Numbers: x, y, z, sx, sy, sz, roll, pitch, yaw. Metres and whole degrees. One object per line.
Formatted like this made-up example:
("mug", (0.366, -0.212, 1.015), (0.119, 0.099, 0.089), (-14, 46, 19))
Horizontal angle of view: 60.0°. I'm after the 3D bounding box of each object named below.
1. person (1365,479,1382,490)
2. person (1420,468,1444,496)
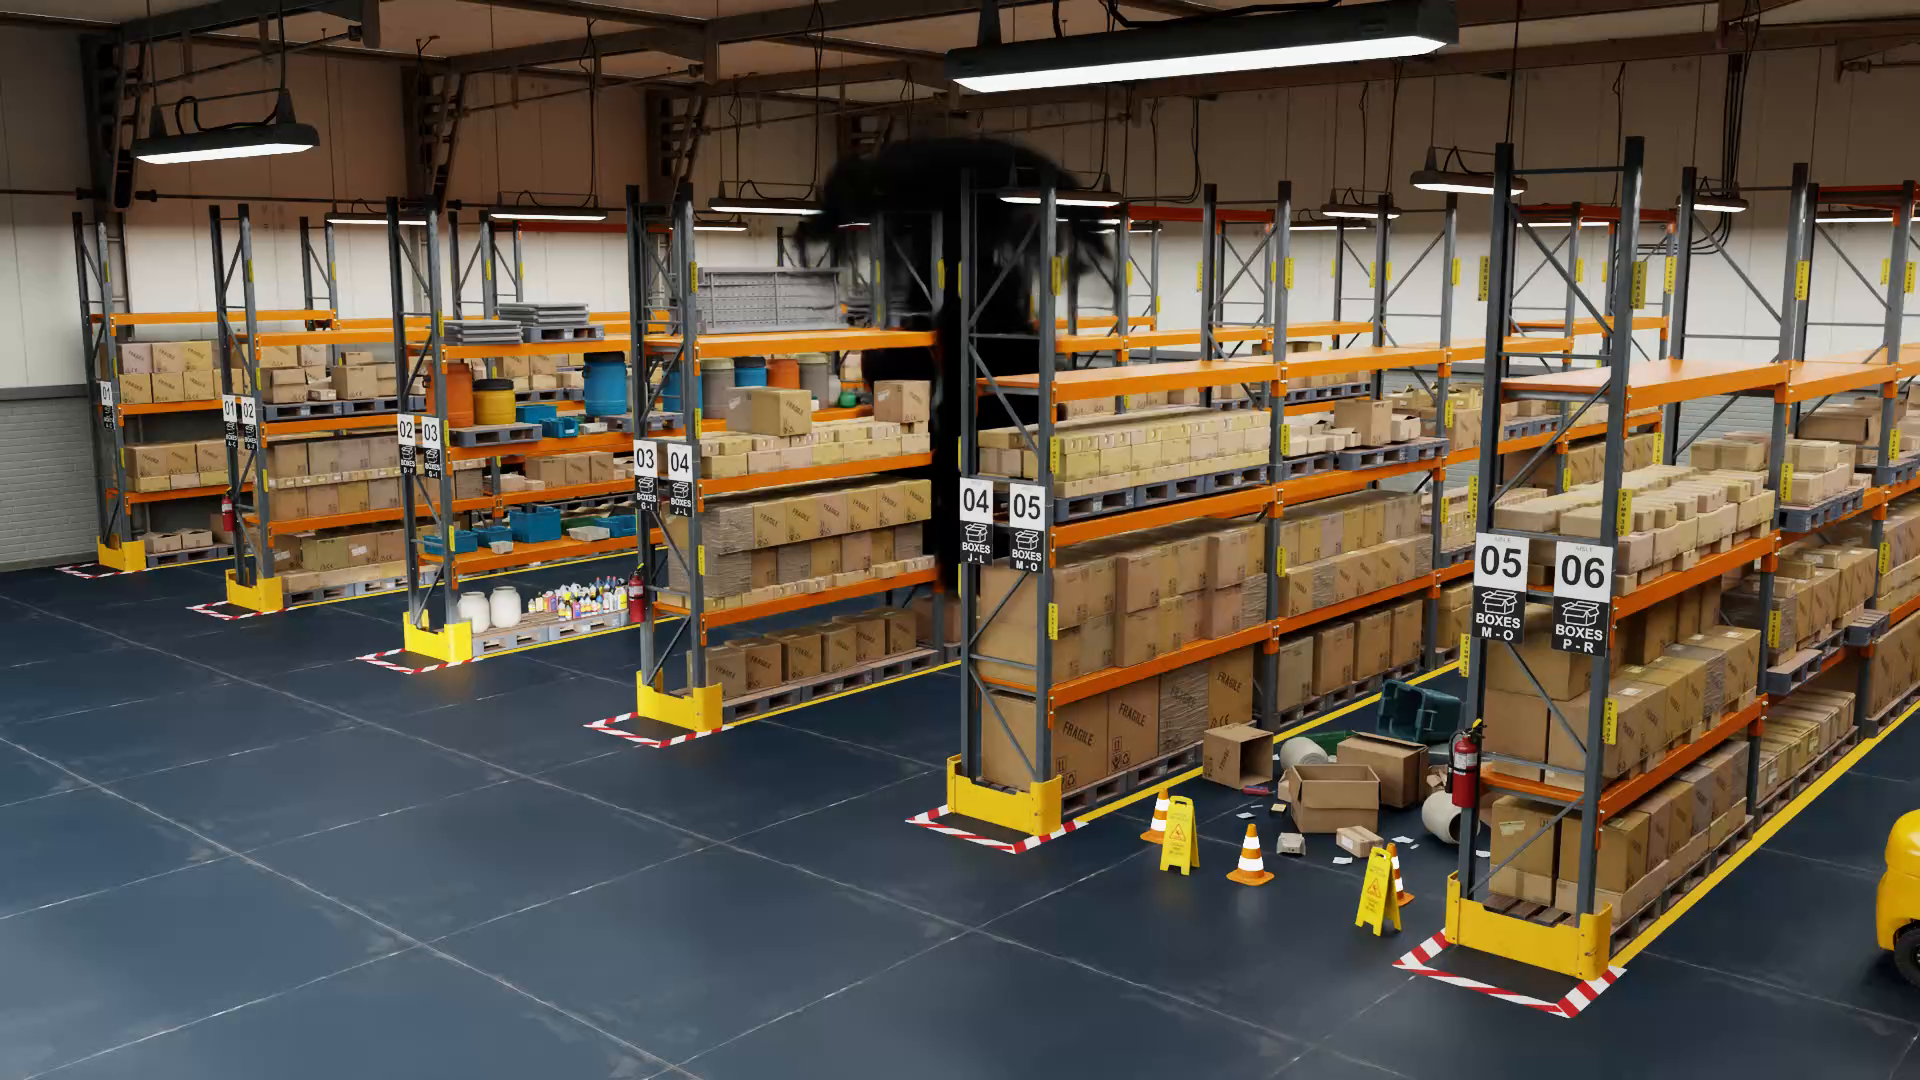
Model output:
("person", (7.882, -0.969, 32.150), (0.558, 1.657, 0.534), (-6, 11, -31))
("person", (8.682, -0.639, 30.545), (0.570, 1.568, 0.759), (-4, 10, -22))
